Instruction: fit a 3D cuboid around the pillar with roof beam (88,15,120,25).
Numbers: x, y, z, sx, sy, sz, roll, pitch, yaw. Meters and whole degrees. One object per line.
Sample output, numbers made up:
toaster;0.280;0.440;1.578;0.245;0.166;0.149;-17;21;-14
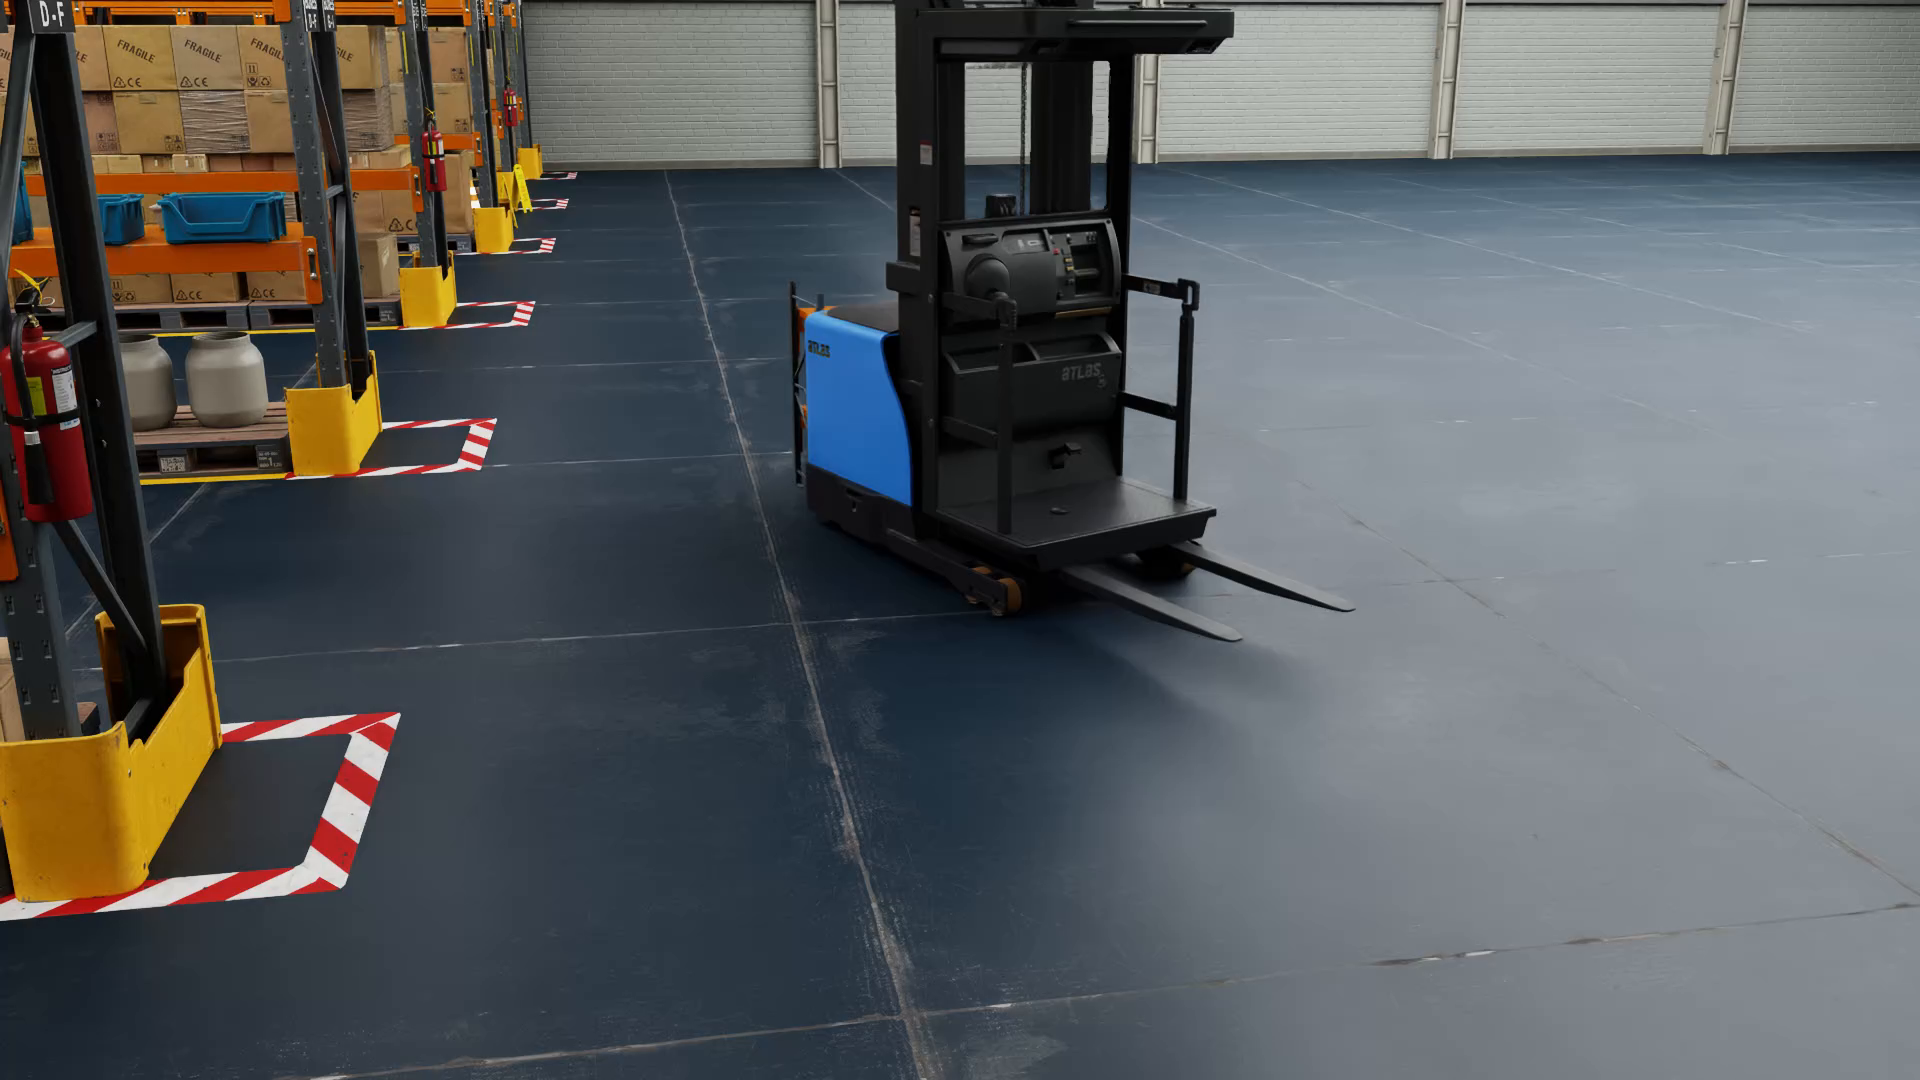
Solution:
pillar with roof beam;-13.341;-9.214;22.903;0.400;9.000;9.100;-3;17;-10

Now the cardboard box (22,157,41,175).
cardboard box;-7.514;-3.044;13.460;0.250;0.149;0.380;-3;17;-10

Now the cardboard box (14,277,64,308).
cardboard box;-7.552;-2.240;13.960;0.500;0.500;0.500;2;17;7

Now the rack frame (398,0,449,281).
rack frame;-4.586;-3.412;14.234;0.127;3.000;1.000;-3;17;-10

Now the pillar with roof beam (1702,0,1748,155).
pillar with roof beam;16.115;-10.885;28.343;0.400;9.000;9.100;-3;17;-10

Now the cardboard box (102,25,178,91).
cardboard box;-6.553;-3.896;13.429;0.500;0.500;0.500;-3;17;-10

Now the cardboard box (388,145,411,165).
cardboard box;-4.911;-3.345;14.443;0.250;0.149;0.380;-3;17;-10

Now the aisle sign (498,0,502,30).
aisle sign;-6.350;-7.432;22.892;0.004;0.787;0.394;-3;17;-10

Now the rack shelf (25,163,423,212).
rack shelf;-6.550;-2.957;13.977;4.000;0.370;1.077;-3;17;-10

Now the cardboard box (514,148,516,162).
cardboard box;-7.931;-6.615;28.629;0.500;0.250;0.500;-3;17;-10

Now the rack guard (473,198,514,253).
rack guard;-5.404;-3.654;19.279;0.348;0.500;1.175;-3;17;-10

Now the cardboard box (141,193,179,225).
cardboard box;-8.725;-3.825;18.481;0.875;0.875;0.875;-3;17;-10

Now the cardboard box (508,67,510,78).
cardboard box;-7.951;-7.800;28.349;0.500;0.500;0.500;-3;17;-9

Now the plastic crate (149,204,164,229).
plastic crate;-4.586;-1.902;9.763;0.250;0.136;0.298;-3;17;-10

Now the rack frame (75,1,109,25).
rack frame;-9.355;-4.625;18.182;0.127;3.000;1.000;-3;17;-10

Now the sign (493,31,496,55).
sign;-6.381;-6.813;22.794;0.005;0.325;0.100;-3;17;-10

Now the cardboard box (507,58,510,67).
cardboard box;-7.794;-8.114;28.265;0.250;0.149;0.380;-4;17;-12

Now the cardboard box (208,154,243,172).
cardboard box;-6.051;-3.143;13.783;0.250;0.149;0.380;-3;17;-10

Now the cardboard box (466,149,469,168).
cardboard box;-7.203;-5.394;23.377;0.500;0.500;0.500;-3;17;-10

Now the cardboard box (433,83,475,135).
cardboard box;-5.784;-4.886;18.775;0.550;0.550;0.875;-3;17;-10

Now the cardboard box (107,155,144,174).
cardboard box;-6.775;-3.082;13.586;0.250;0.149;0.380;-3;17;-10

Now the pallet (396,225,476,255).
pallet;-6.198;-3.448;19.098;1.213;0.211;1.003;-3;17;-10

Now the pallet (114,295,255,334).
pallet;-6.661;-1.973;14.297;1.213;0.211;1.003;-3;17;-10

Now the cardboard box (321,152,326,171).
cardboard box;-5.308;-3.175;13.887;0.250;0.149;0.380;-3;17;-10

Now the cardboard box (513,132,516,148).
cardboard box;-7.913;-6.859;28.571;0.500;0.250;0.500;-3;17;-9

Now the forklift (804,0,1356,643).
forklift;0.450;-1.231;7.248;1.130;2.935;3.031;-11;20;-32

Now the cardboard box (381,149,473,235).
cardboard box;-6.081;-3.976;18.973;0.875;0.875;0.875;-3;17;-10

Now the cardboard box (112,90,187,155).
cardboard box;-6.592;-3.477;13.768;0.500;0.500;0.875;-3;17;-10

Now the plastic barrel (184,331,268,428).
plastic barrel;-4.278;-0.937;9.697;0.421;0.512;0.421;0;17;0

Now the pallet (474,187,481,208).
pallet;-7.345;-4.897;23.816;1.213;0.211;1.003;-3;17;-10

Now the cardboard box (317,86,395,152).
cardboard box;-5.132;-3.580;14.101;0.500;0.500;0.875;-3;17;-10

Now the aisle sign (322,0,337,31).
aisle sign;-3.632;-3.316;9.491;0.004;0.787;0.394;-3;17;-10

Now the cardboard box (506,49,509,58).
cardboard box;-7.782;-8.243;28.179;0.250;0.149;0.380;-4;17;-12

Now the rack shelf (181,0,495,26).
rack shelf;-8.430;-7.248;22.837;4.000;0.370;1.077;-3;17;-10

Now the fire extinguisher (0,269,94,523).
fire extinguisher;-2.507;-0.392;4.532;0.183;0.674;0.296;-3;17;-10

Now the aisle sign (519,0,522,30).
aisle sign;-7.291;-8.862;27.547;0.004;0.787;0.394;-3;17;-10

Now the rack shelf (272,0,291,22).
rack shelf;-5.610;-2.963;8.887;4.000;0.370;1.077;-3;17;-10

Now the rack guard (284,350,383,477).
rack guard;-3.712;-0.772;9.894;0.348;0.500;1.175;-3;17;-10

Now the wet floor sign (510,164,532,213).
wet floor sign;-6.077;-4.846;22.911;0.232;0.644;0.267;3;17;9

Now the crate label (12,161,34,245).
crate label;-5.403;-1.821;8.992;0.616;0.435;0.502;-3;17;-10

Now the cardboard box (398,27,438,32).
cardboard box;-7.425;-6.820;22.947;0.500;0.500;0.700;-3;17;-10

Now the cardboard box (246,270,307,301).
cardboard box;-5.783;-2.345;14.301;0.500;0.500;0.500;1;17;4

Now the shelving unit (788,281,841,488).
shelving unit;-0.345;-0.847;9.073;1.048;1.125;0.538;-7;19;-23

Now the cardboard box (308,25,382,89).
cardboard box;-5.079;-3.979;13.697;0.500;0.500;0.500;-3;17;-10

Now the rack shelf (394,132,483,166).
rack shelf;-7.392;-4.393;18.650;4.000;0.370;1.077;-3;17;-10

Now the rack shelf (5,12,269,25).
rack shelf;-13.303;-8.456;26.770;4.000;0.370;1.077;-3;17;-10

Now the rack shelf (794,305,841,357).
rack shelf;-0.345;-1.127;8.987;1.000;0.278;0.538;-7;19;-23

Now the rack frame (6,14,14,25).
rack frame;-15.266;-7.254;26.742;0.127;3.000;1.000;-3;17;-10

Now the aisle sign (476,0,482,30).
aisle sign;-5.302;-6.008;18.257;0.004;0.787;0.394;-3;17;-10
